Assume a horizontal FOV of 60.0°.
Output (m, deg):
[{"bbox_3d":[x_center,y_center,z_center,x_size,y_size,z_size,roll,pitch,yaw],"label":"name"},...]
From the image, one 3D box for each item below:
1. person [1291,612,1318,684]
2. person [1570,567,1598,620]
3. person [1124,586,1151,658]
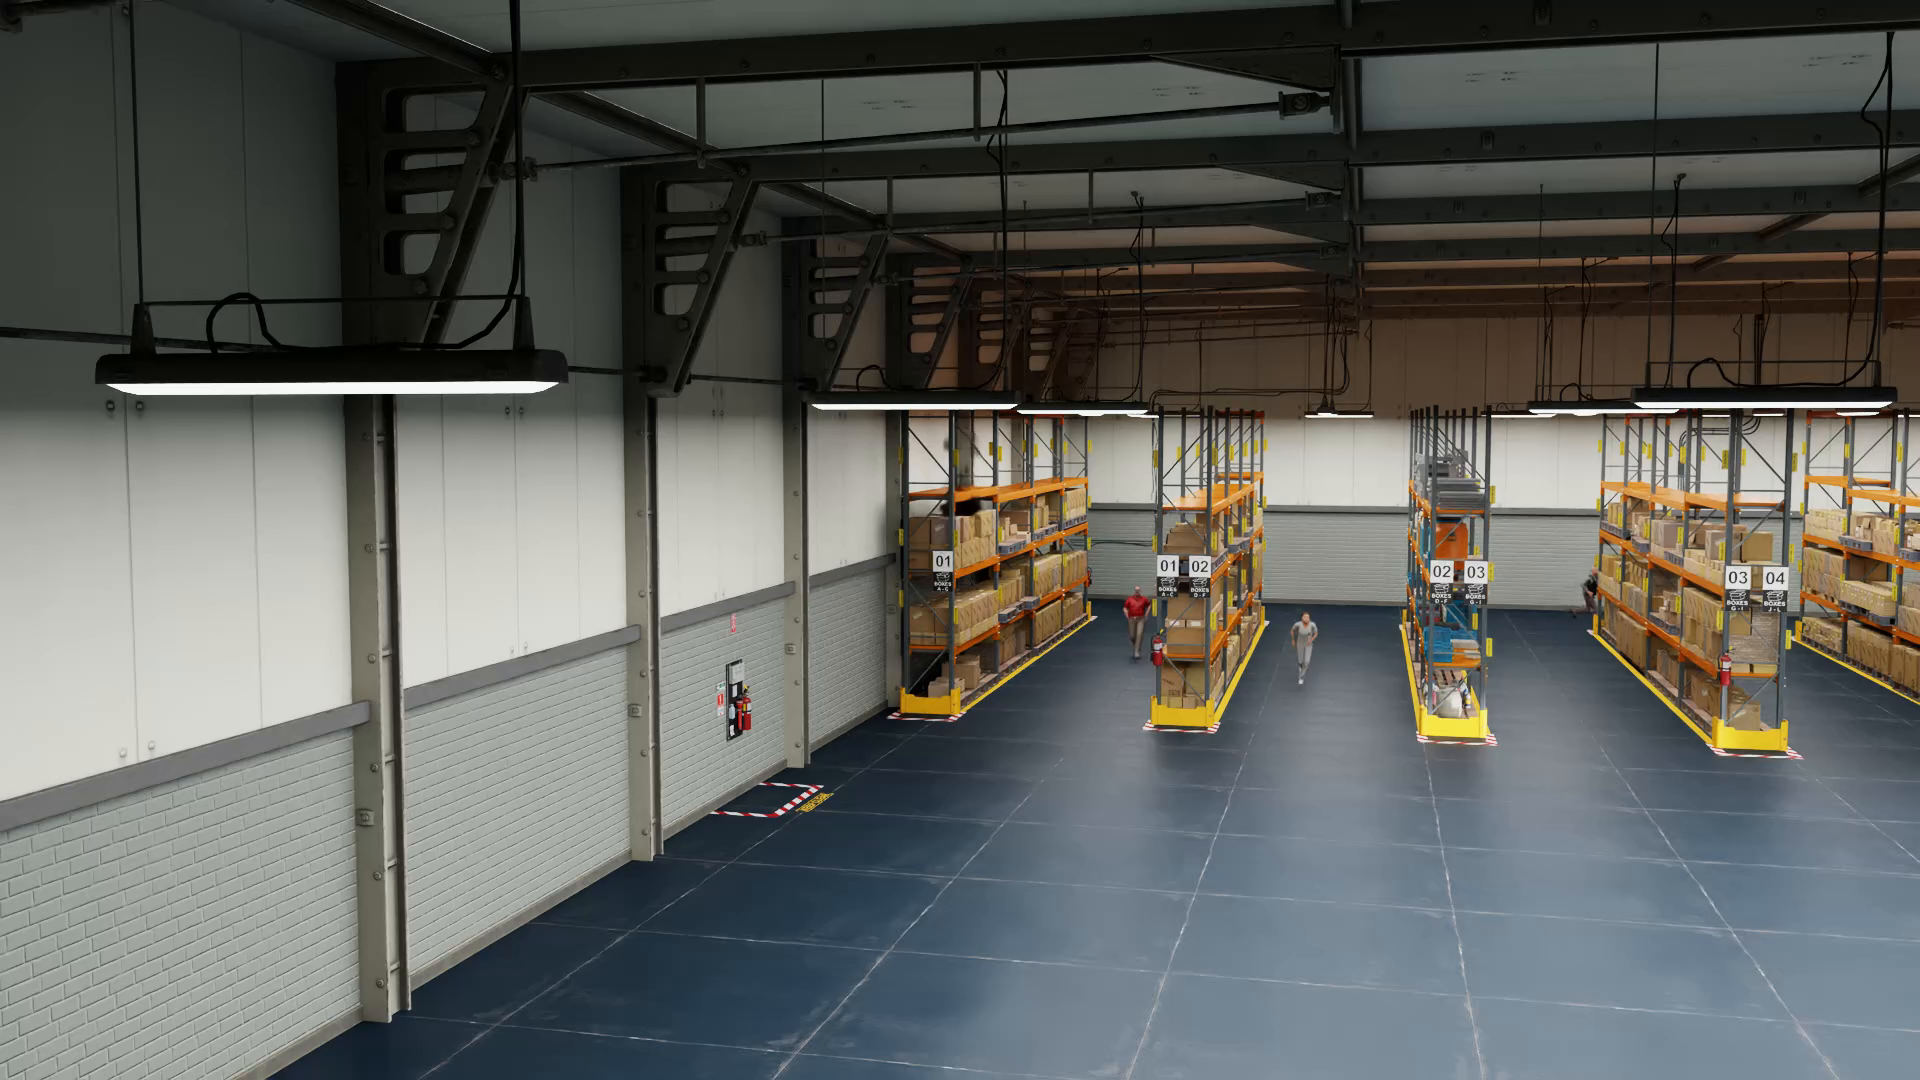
[{"bbox_3d":[7.518,2.340,36.317,0.554,1.600,0.705,0,4,4],"label":"person"},{"bbox_3d":[17.449,1.583,46.229,1.006,1.717,0.660,3,5,40],"label":"person"},{"bbox_3d":[4.317,2.015,40.515,0.668,1.642,0.821,1,4,9],"label":"person"}]
